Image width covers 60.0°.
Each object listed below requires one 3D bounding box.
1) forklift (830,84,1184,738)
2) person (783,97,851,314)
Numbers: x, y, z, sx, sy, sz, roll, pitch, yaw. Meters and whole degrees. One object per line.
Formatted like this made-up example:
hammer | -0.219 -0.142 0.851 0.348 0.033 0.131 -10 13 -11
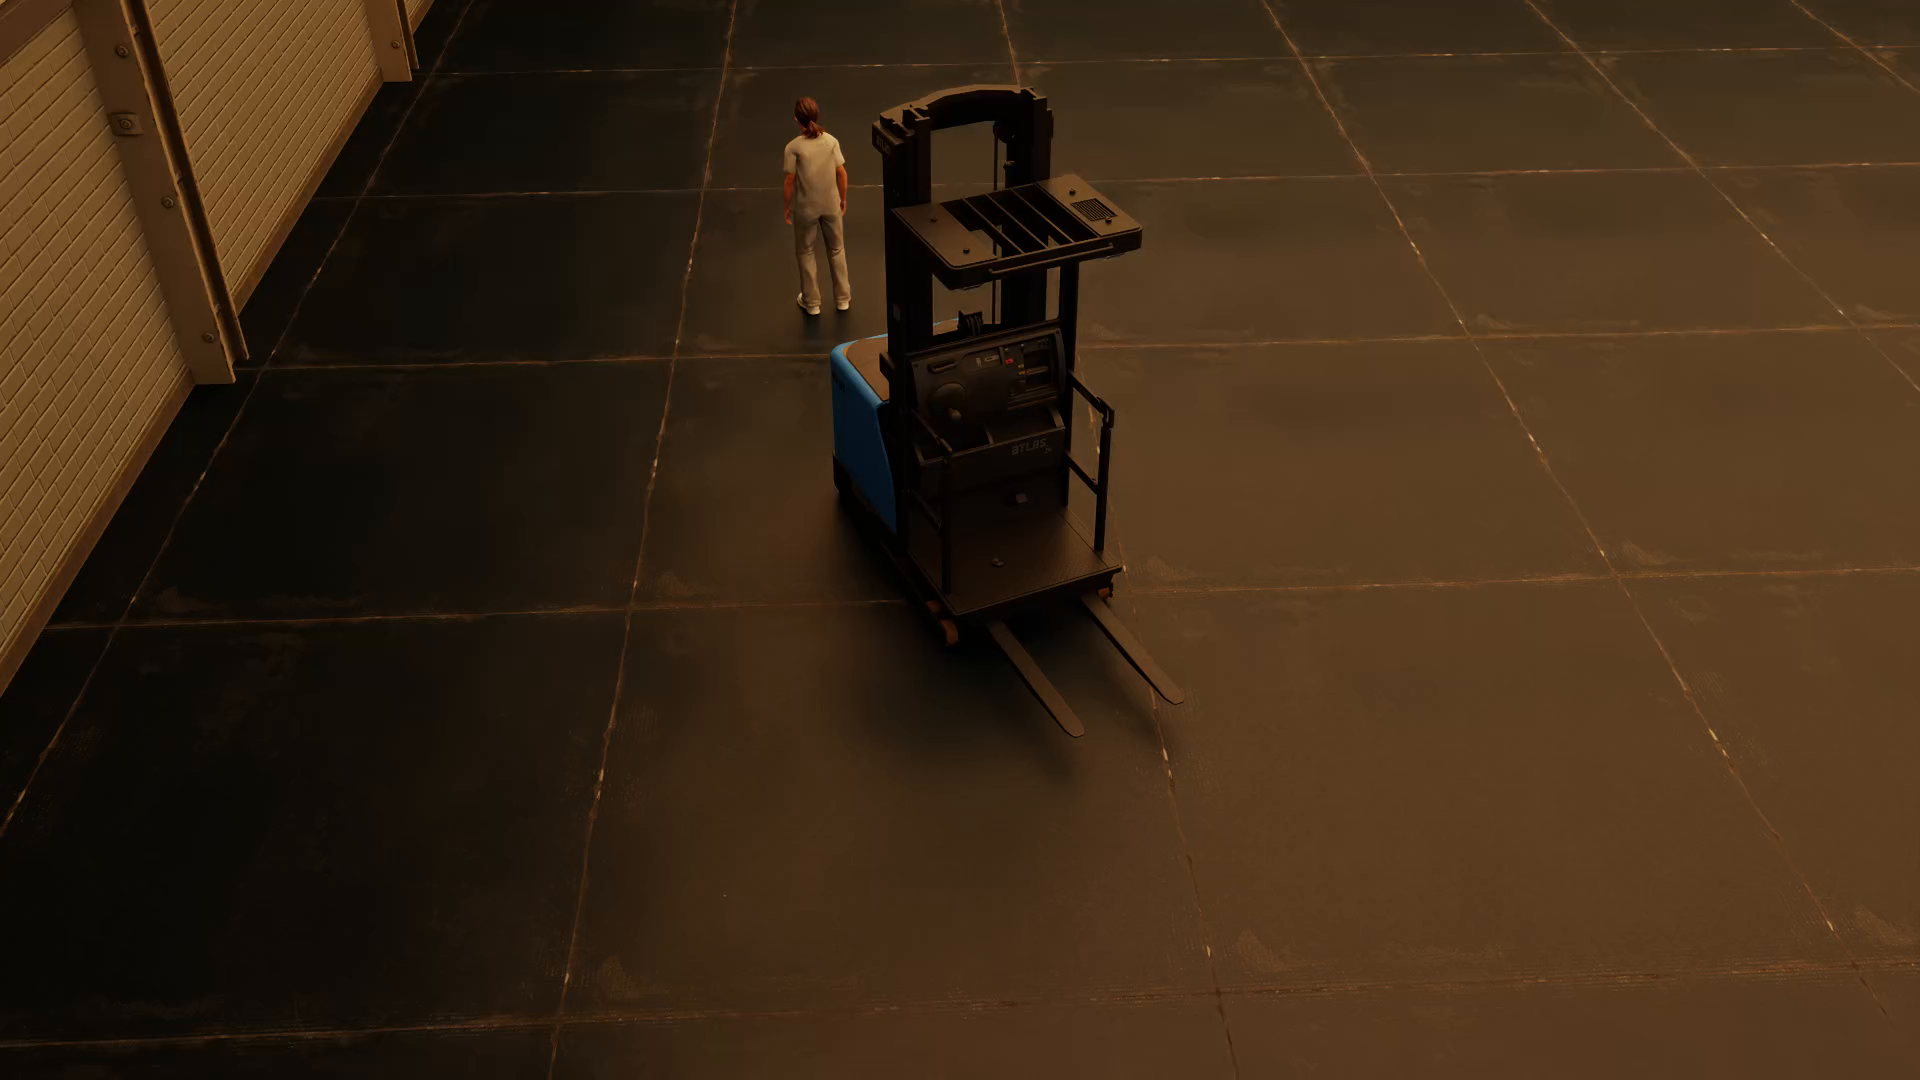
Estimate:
forklift | 0.258 -0.860 9.192 1.130 2.935 3.031 -15 39 -20
person | -1.078 -2.502 12.515 0.504 1.673 0.353 -11 38 -15
